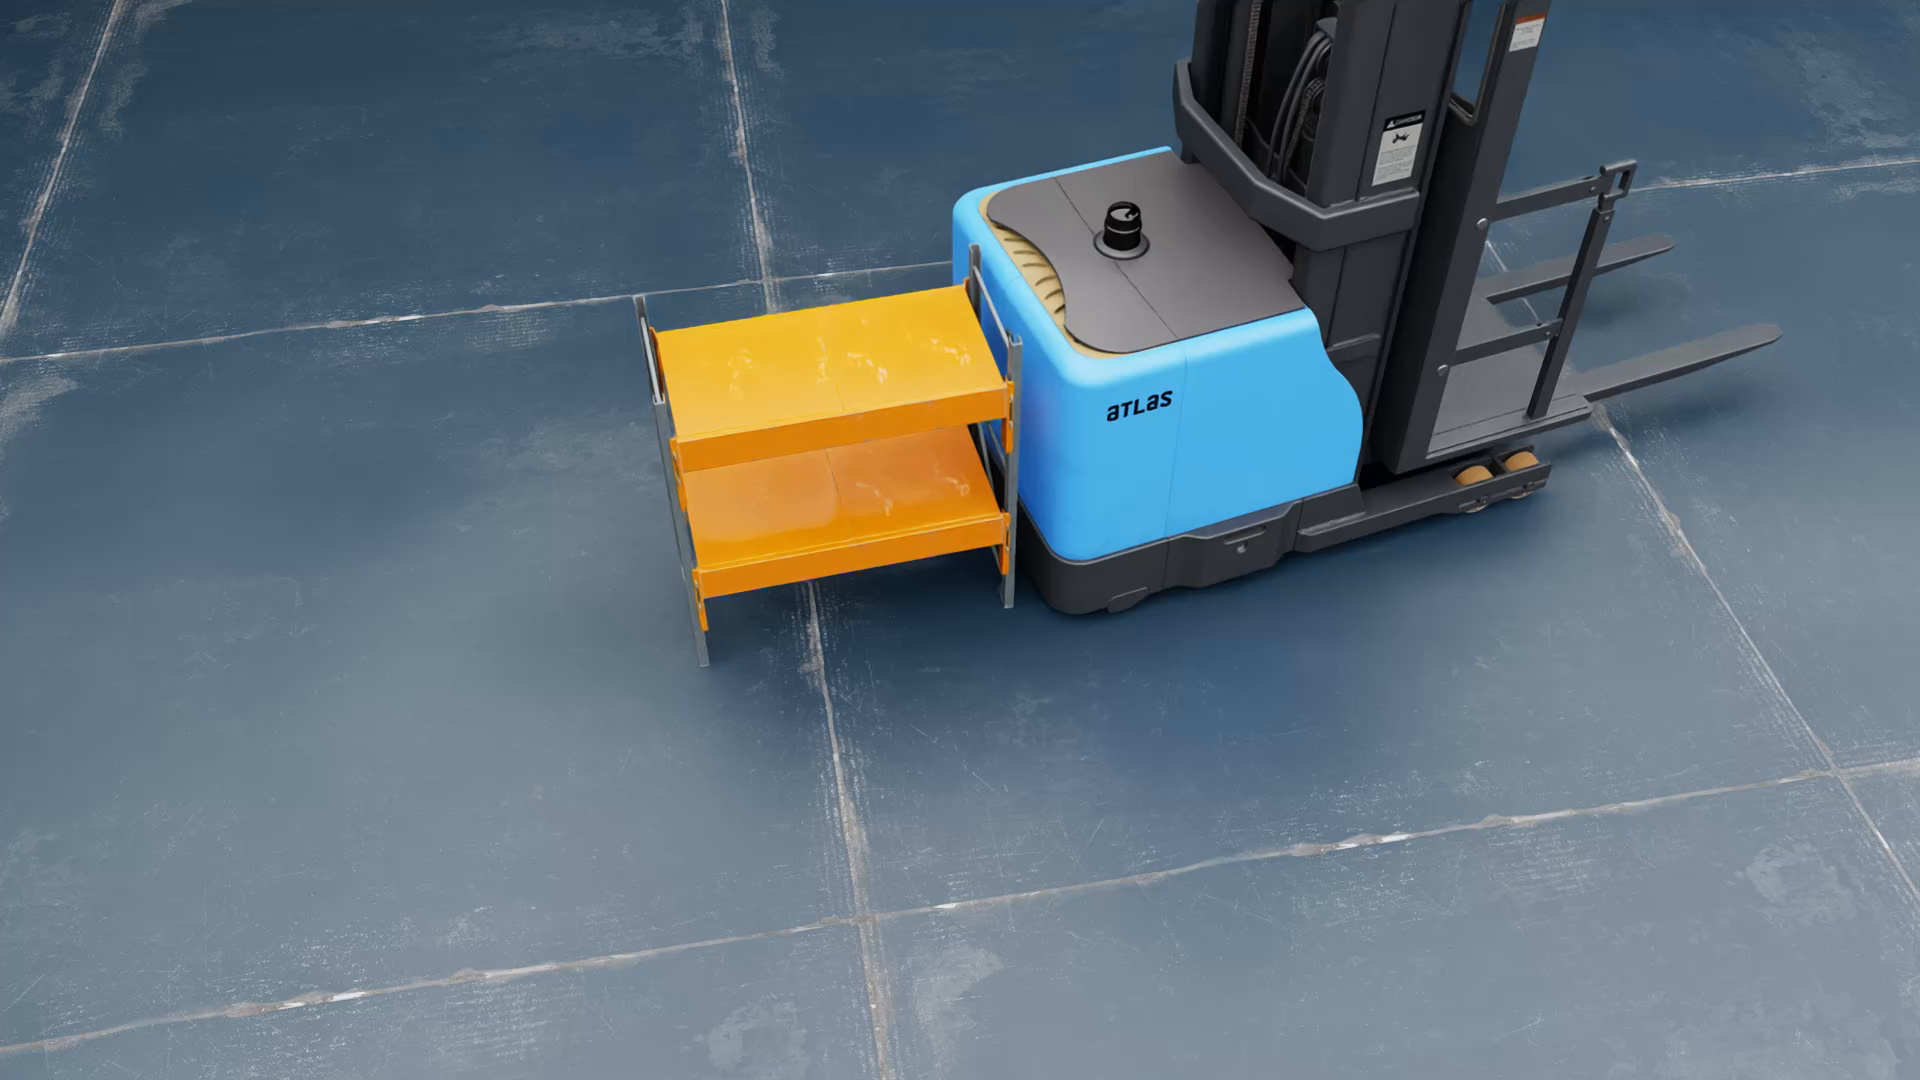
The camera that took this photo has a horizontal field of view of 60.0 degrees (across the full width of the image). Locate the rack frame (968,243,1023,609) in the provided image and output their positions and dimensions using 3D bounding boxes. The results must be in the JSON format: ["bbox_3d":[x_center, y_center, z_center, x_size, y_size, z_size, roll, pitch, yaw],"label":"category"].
[{"bbox_3d":[0.102,-0.338,5.294,0.032,1.125,0.500,-10,47,-10],"label":"rack frame"}]

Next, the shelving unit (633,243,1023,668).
[{"bbox_3d":[-0.390,-0.247,5.207,1.048,1.125,0.538,-10,47,-10],"label":"shelving unit"}]

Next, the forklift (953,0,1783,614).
[{"bbox_3d":[1.532,-1.453,5.114,3.031,2.935,1.130,-16,48,-15],"label":"forklift"}]

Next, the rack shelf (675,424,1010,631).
[{"bbox_3d":[-0.390,-0.077,5.383,1.000,0.278,0.538,-10,47,-10],"label":"rack shelf"}]

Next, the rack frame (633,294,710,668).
[{"bbox_3d":[-0.883,-0.156,5.119,0.032,1.125,0.500,-10,47,-10],"label":"rack frame"}]

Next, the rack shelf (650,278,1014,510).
[{"bbox_3d":[-0.390,-0.450,4.996,1.000,0.278,0.538,-10,47,-10],"label":"rack shelf"}]
